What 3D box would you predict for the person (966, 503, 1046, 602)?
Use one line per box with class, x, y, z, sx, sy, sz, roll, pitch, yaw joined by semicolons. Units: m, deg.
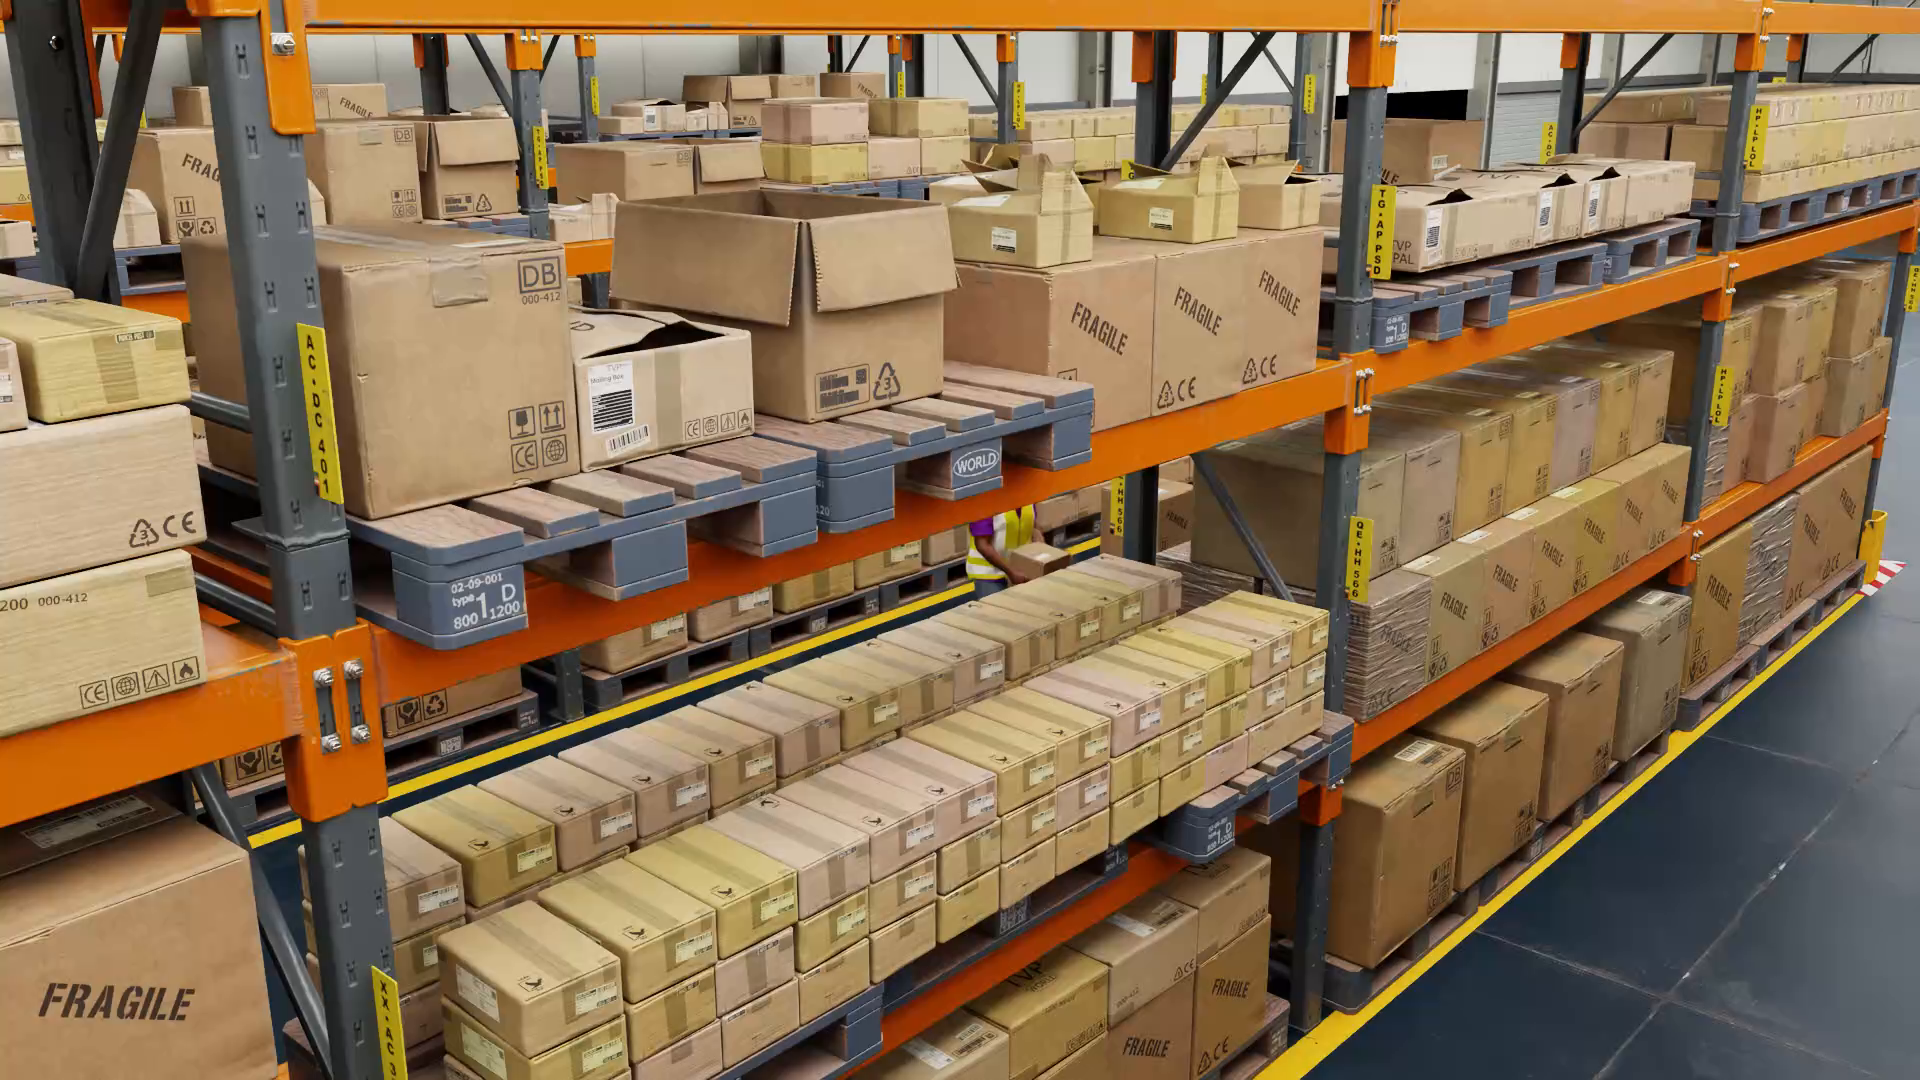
person;0.315;0.223;9.758;0.541;1.770;0.548;14;22;39
